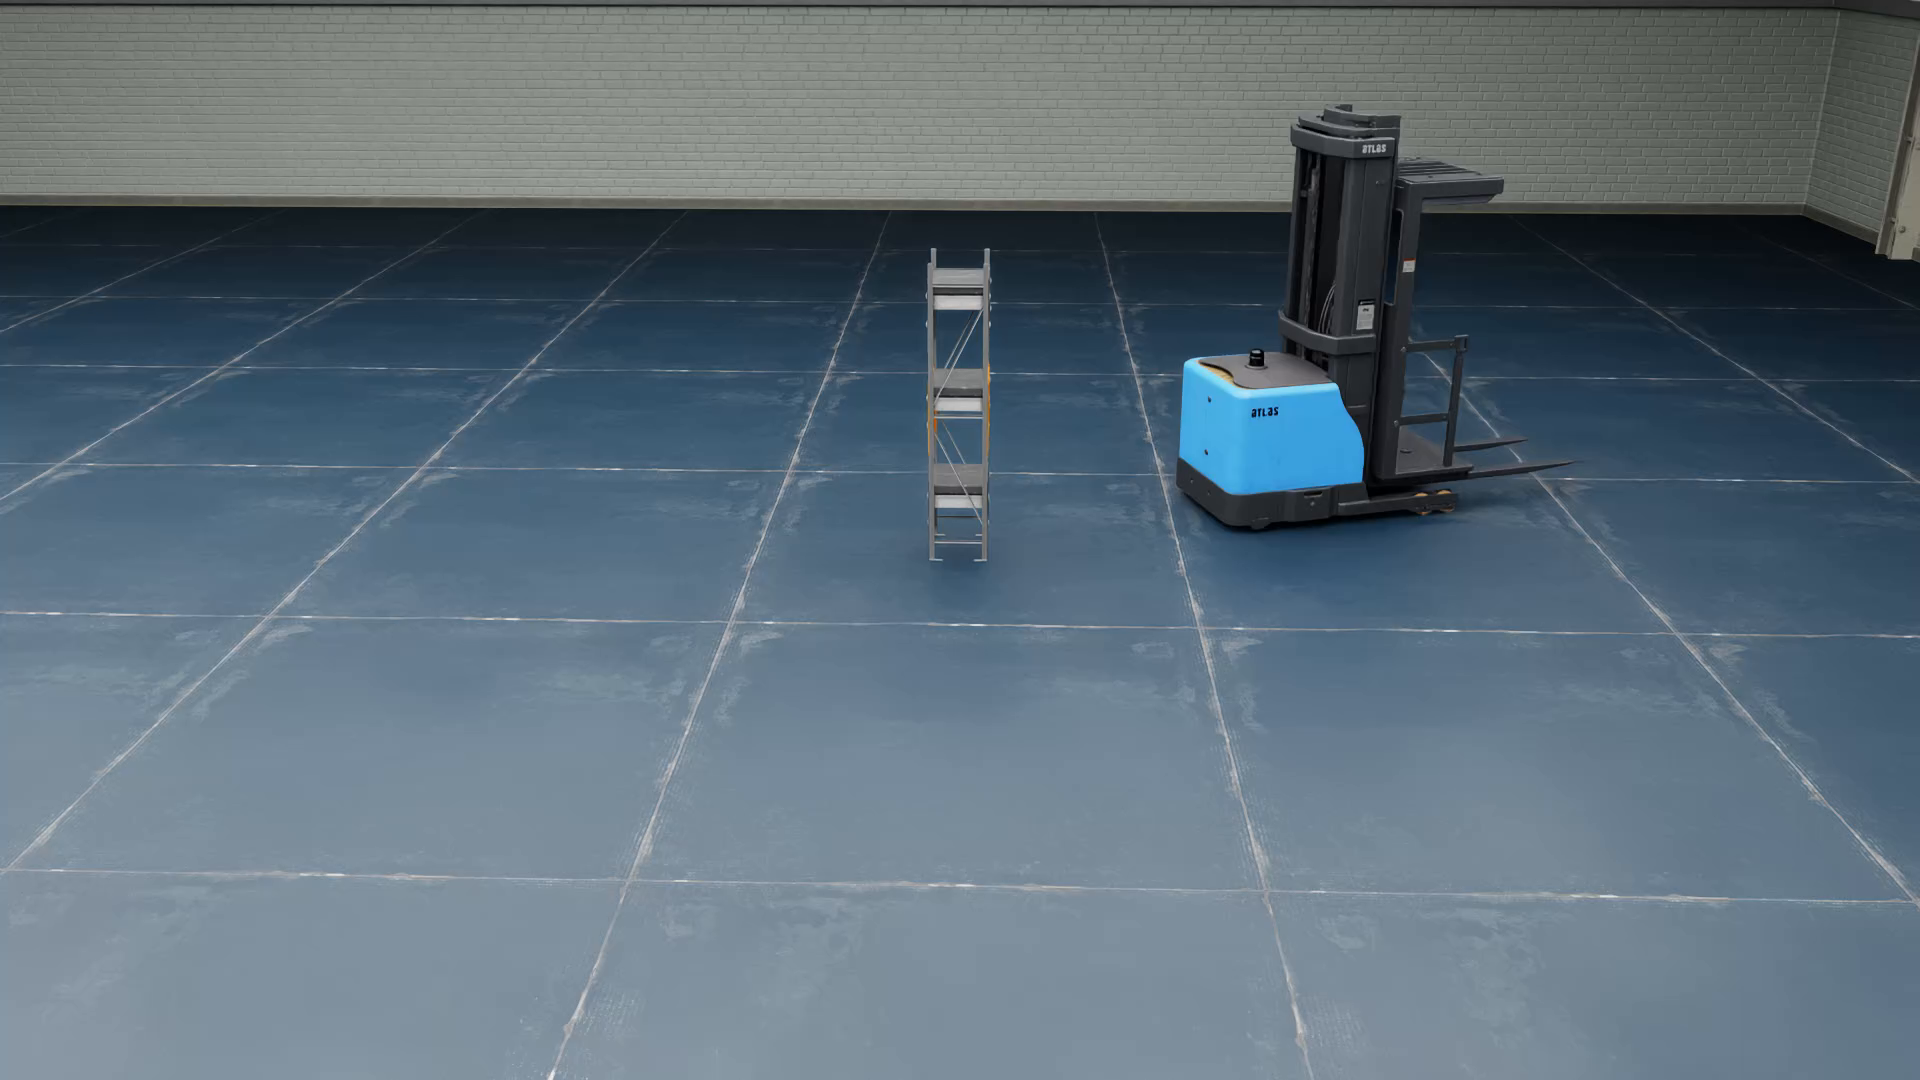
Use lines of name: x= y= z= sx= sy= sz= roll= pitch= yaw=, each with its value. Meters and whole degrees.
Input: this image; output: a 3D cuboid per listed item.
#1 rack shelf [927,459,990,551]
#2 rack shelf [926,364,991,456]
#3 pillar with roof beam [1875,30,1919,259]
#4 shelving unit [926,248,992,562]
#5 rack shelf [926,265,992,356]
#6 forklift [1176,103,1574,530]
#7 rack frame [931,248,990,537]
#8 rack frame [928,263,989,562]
rack shelf: x=-0.005 y=-0.254 z=11.753 sx=0.431 sy=0.518 sz=0.480 roll=1 pitch=21 yaw=2
rack shelf: x=-0.005 y=-0.906 z=11.500 sx=0.431 sy=0.518 sz=0.480 roll=1 pitch=21 yaw=2
pillar with roof beam: x=7.764 y=-7.909 z=19.973 sx=9.100 sy=9.000 sz=0.400 roll=1 pitch=21 yaw=2
shelving unit: x=-0.005 y=-0.919 z=11.495 sx=0.431 sy=2.100 sz=0.503 roll=1 pitch=21 yaw=2
rack shelf: x=-0.005 y=-1.559 z=11.247 sx=0.431 sy=0.518 sz=0.480 roll=1 pitch=21 yaw=2
forklift: x=3.255 y=-1.728 z=12.431 sx=3.031 sy=2.935 sz=1.130 roll=-6 pitch=22 yaw=-15
rack frame: x=0.002 y=-1.007 z=11.722 sx=0.400 sy=2.100 sz=0.015 roll=1 pitch=21 yaw=2
rack frame: x=-0.012 y=-0.831 z=11.267 sx=0.400 sy=2.100 sz=0.015 roll=1 pitch=21 yaw=2
